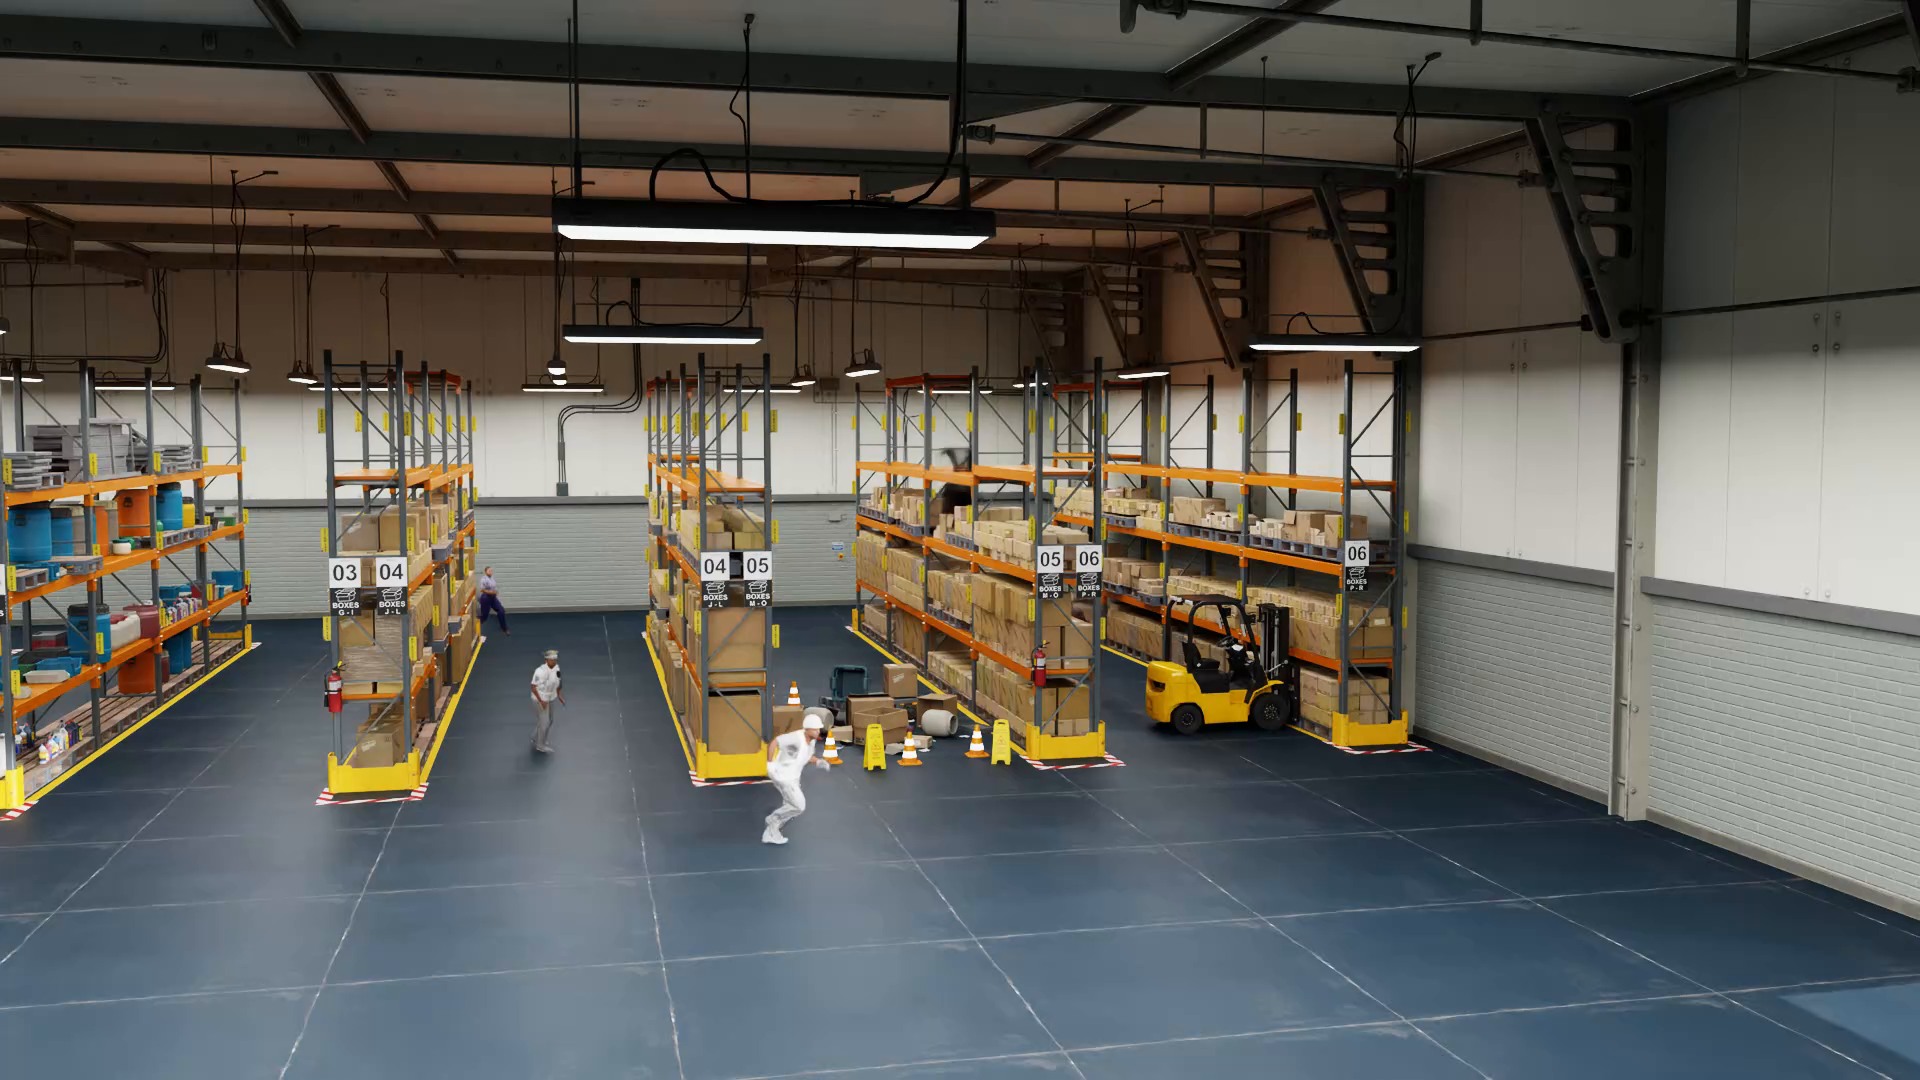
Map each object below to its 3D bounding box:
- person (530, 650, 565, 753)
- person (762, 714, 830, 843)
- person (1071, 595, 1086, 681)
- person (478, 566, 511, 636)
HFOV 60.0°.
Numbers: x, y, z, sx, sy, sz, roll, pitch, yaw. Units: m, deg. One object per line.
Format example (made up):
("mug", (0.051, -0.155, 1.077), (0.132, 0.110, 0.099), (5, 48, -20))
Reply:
("person", (-6.356, 2.452, 25.375), (0.744, 1.622, 0.586), (2, 5, 29))
("person", (-1.977, 2.837, 19.628), (0.861, 1.591, 0.720), (2, 4, 23))
("person", (2.084, 1.917, 31.928), (0.711, 1.756, 0.727), (-1, 4, -12))
("person", (-11.130, 1.456, 39.293), (0.876, 1.677, 0.607), (1, 4, 14))
